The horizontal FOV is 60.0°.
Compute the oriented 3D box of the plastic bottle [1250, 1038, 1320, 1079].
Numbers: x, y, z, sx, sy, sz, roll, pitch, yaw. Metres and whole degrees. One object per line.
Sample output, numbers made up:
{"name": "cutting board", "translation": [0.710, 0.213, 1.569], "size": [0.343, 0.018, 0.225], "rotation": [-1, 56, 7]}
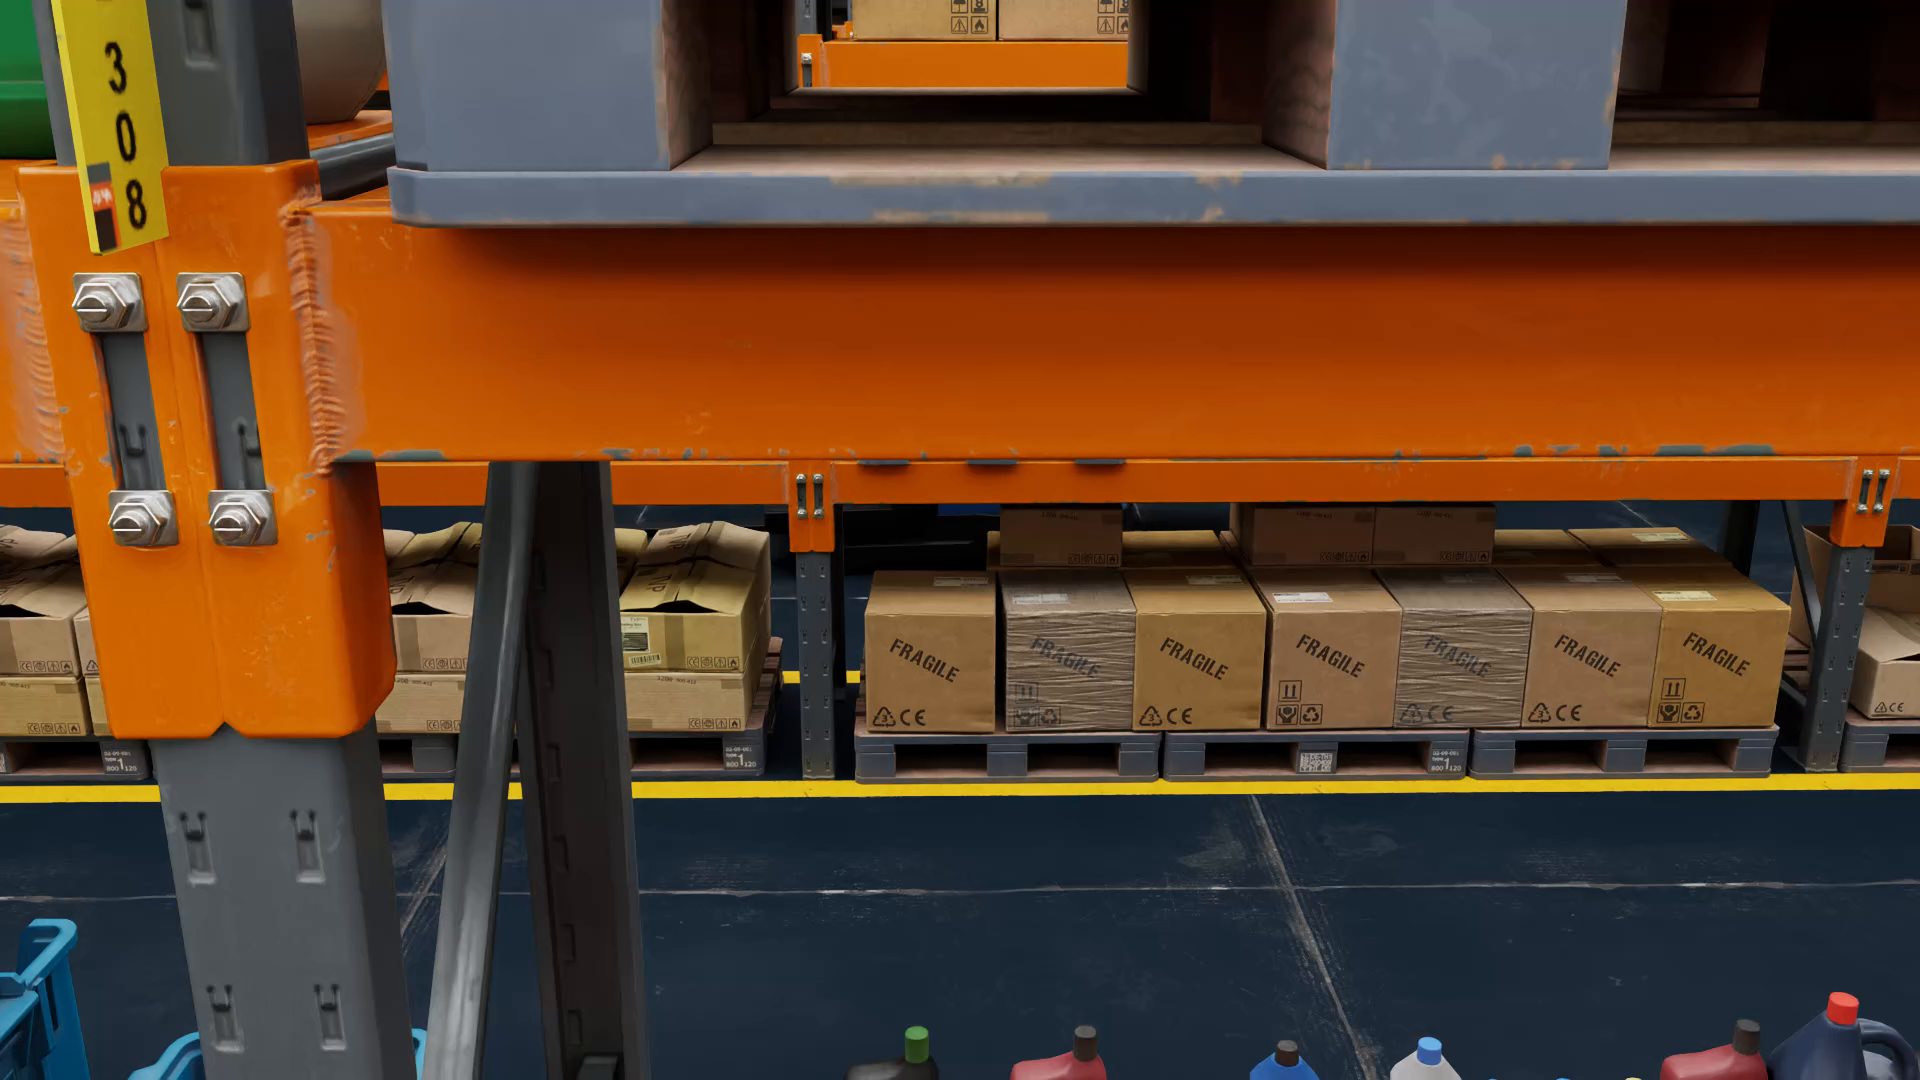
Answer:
{"name": "plastic bottle", "translation": [0.446, 0.816, 2.303], "size": [0.097, 0.271, 0.097], "rotation": [0, 18, 0]}

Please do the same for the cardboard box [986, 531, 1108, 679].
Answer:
{"name": "cardboard box", "translation": [0.364, 0.276, 7.149], "size": [0.500, 0.500, 0.500], "rotation": [0, 18, 1]}

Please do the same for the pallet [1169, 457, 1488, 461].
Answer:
{"name": "pallet", "translation": [1.377, -0.548, 6.660], "size": [1.213, 0.211, 1.003], "rotation": [0, 18, -1]}

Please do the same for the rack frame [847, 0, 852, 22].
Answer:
{"name": "rack frame", "translation": [-0.649, -2.142, 11.313], "size": [0.127, 3.000, 1.000], "rotation": [0, 18, -1]}

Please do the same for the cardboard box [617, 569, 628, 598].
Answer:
{"name": "cardboard box", "translation": [-1.607, 0.296, 6.611], "size": [0.500, 0.311, 0.500], "rotation": [-1, 18, -2]}

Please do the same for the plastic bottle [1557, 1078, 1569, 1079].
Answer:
{"name": "plastic bottle", "translation": [0.835, 0.848, 2.320], "size": [0.097, 0.201, 0.097], "rotation": [0, 18, 0]}

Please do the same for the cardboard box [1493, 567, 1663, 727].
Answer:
{"name": "cardboard box", "translation": [2.449, 0.423, 6.692], "size": [0.500, 0.500, 0.500], "rotation": [0, 18, -1]}

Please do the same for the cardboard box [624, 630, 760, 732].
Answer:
{"name": "cardboard box", "translation": [-1.090, 0.558, 6.713], "size": [0.500, 0.250, 0.500], "rotation": [0, 18, 0]}

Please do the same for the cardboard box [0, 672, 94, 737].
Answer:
{"name": "cardboard box", "translation": [-3.649, 0.572, 6.669], "size": [0.500, 0.250, 0.500], "rotation": [0, 18, 1]}

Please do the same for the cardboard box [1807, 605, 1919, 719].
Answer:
{"name": "cardboard box", "translation": [3.855, 0.487, 6.801], "size": [0.500, 0.311, 0.500], "rotation": [0, 18, -1]}

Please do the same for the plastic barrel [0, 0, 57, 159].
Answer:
{"name": "plastic barrel", "translation": [-0.739, -0.453, 1.394], "size": [0.294, 0.245, 0.294], "rotation": [0, 18, 0]}

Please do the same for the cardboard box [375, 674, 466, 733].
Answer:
{"name": "cardboard box", "translation": [-2.108, 0.563, 6.697], "size": [0.500, 0.250, 0.500], "rotation": [0, 18, 0]}

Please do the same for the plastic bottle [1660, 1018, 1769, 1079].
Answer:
{"name": "plastic bottle", "translation": [1.048, 0.802, 2.328], "size": [0.133, 0.283, 0.061], "rotation": [0, 18, -1]}

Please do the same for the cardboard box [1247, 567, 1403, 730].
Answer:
{"name": "cardboard box", "translation": [1.439, 0.428, 6.675], "size": [0.500, 0.500, 0.500], "rotation": [-1, 18, -3]}

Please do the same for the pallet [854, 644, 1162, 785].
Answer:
{"name": "pallet", "translation": [0.180, 0.707, 6.998], "size": [1.213, 0.211, 1.003], "rotation": [0, 18, -1]}

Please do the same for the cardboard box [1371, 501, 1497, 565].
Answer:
{"name": "cardboard box", "translation": [1.945, -0.092, 7.067], "size": [0.500, 0.250, 0.500], "rotation": [0, 18, -1]}

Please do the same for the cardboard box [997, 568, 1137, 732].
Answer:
{"name": "cardboard box", "translation": [0.416, 0.433, 6.659], "size": [0.500, 0.500, 0.500], "rotation": [-1, 18, -3]}

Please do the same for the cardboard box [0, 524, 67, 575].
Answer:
{"name": "cardboard box", "translation": [-4.167, 0.143, 7.086], "size": [0.500, 0.311, 0.500], "rotation": [0, 18, -1]}

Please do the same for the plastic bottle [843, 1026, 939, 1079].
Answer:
{"name": "plastic bottle", "translation": [-0.095, 0.807, 2.311], "size": [0.133, 0.283, 0.061], "rotation": [0, 18, -1]}

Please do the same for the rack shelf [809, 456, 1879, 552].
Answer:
{"name": "rack shelf", "translation": [1.432, -0.296, 6.737], "size": [4.000, 0.370, 1.077], "rotation": [0, 18, -1]}

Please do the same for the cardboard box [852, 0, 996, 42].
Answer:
{"name": "cardboard box", "translation": [-0.132, -2.117, 6.162], "size": [0.500, 0.500, 0.910], "rotation": [0, 18, -1]}

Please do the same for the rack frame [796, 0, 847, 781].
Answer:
{"name": "rack frame", "translation": [-0.567, -0.629, 6.597], "size": [0.127, 3.000, 1.000], "rotation": [0, 18, -1]}

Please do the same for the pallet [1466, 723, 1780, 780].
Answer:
{"name": "pallet", "translation": [2.619, 0.695, 7.035], "size": [1.213, 0.211, 1.003], "rotation": [0, 18, -1]}

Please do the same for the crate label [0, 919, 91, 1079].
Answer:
{"name": "crate label", "translation": [-1.491, 0.789, 2.118], "size": [0.616, 0.435, 0.502], "rotation": [0, 18, -1]}

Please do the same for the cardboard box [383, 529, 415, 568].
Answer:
{"name": "cardboard box", "translation": [-2.645, 0.136, 7.109], "size": [0.500, 0.311, 0.500], "rotation": [0, 18, -2]}

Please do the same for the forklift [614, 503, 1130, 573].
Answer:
{"name": "forklift", "translation": [-0.619, -1.377, 9.041], "size": [3.031, 2.935, 1.130], "rotation": [-2, 18, -5]}

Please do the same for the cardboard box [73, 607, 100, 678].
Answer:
{"name": "cardboard box", "translation": [-3.132, 0.303, 6.587], "size": [0.500, 0.311, 0.500], "rotation": [-1, 18, -3]}

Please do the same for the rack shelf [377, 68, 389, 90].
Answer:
{"name": "rack shelf", "translation": [-2.567, -1.705, 6.218], "size": [4.000, 0.370, 1.077], "rotation": [0, 18, -1]}

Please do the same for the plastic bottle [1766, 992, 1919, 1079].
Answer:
{"name": "plastic bottle", "translation": [1.207, 0.782, 2.280], "size": [0.185, 0.351, 0.144], "rotation": [0, 18, -1]}

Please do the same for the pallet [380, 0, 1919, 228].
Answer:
{"name": "pallet", "translation": [0.273, -0.428, 1.370], "size": [1.213, 0.211, 1.003], "rotation": [0, 18, -1]}

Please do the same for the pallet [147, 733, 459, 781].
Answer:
{"name": "pallet", "translation": [-2.608, 0.696, 7.032], "size": [1.213, 0.211, 1.003], "rotation": [0, 18, -1]}

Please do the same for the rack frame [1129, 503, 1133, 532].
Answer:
{"name": "rack frame", "translation": [0.935, -0.758, 9.454], "size": [0.032, 1.500, 0.500], "rotation": [-2, 18, -6]}

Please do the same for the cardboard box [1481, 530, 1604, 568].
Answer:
{"name": "cardboard box", "translation": [2.411, 0.267, 7.178], "size": [0.500, 0.500, 0.500], "rotation": [0, 18, 0]}

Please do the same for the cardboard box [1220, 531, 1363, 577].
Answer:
{"name": "cardboard box", "translation": [1.406, 0.269, 7.170], "size": [0.500, 0.500, 0.500], "rotation": [-1, 18, -3]}

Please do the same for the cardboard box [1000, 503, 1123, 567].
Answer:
{"name": "cardboard box", "translation": [0.420, -0.083, 7.039], "size": [0.500, 0.250, 0.500], "rotation": [0, 18, 1]}

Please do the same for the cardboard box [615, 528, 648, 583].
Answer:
{"name": "cardboard box", "translation": [-1.621, 0.132, 7.123], "size": [0.500, 0.311, 0.500], "rotation": [-1, 18, -2]}

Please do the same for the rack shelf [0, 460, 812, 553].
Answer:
{"name": "rack shelf", "translation": [-2.567, -0.277, 6.677], "size": [4.000, 0.370, 1.077], "rotation": [0, 18, -1]}

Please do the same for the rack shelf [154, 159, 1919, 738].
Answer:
{"name": "rack shelf", "translation": [1.507, -0.211, 1.562], "size": [4.000, 0.370, 1.077], "rotation": [0, 18, -1]}

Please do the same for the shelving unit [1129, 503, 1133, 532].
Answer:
{"name": "shelving unit", "translation": [1.440, -0.773, 9.503], "size": [1.048, 1.500, 0.538], "rotation": [-2, 18, -6]}
